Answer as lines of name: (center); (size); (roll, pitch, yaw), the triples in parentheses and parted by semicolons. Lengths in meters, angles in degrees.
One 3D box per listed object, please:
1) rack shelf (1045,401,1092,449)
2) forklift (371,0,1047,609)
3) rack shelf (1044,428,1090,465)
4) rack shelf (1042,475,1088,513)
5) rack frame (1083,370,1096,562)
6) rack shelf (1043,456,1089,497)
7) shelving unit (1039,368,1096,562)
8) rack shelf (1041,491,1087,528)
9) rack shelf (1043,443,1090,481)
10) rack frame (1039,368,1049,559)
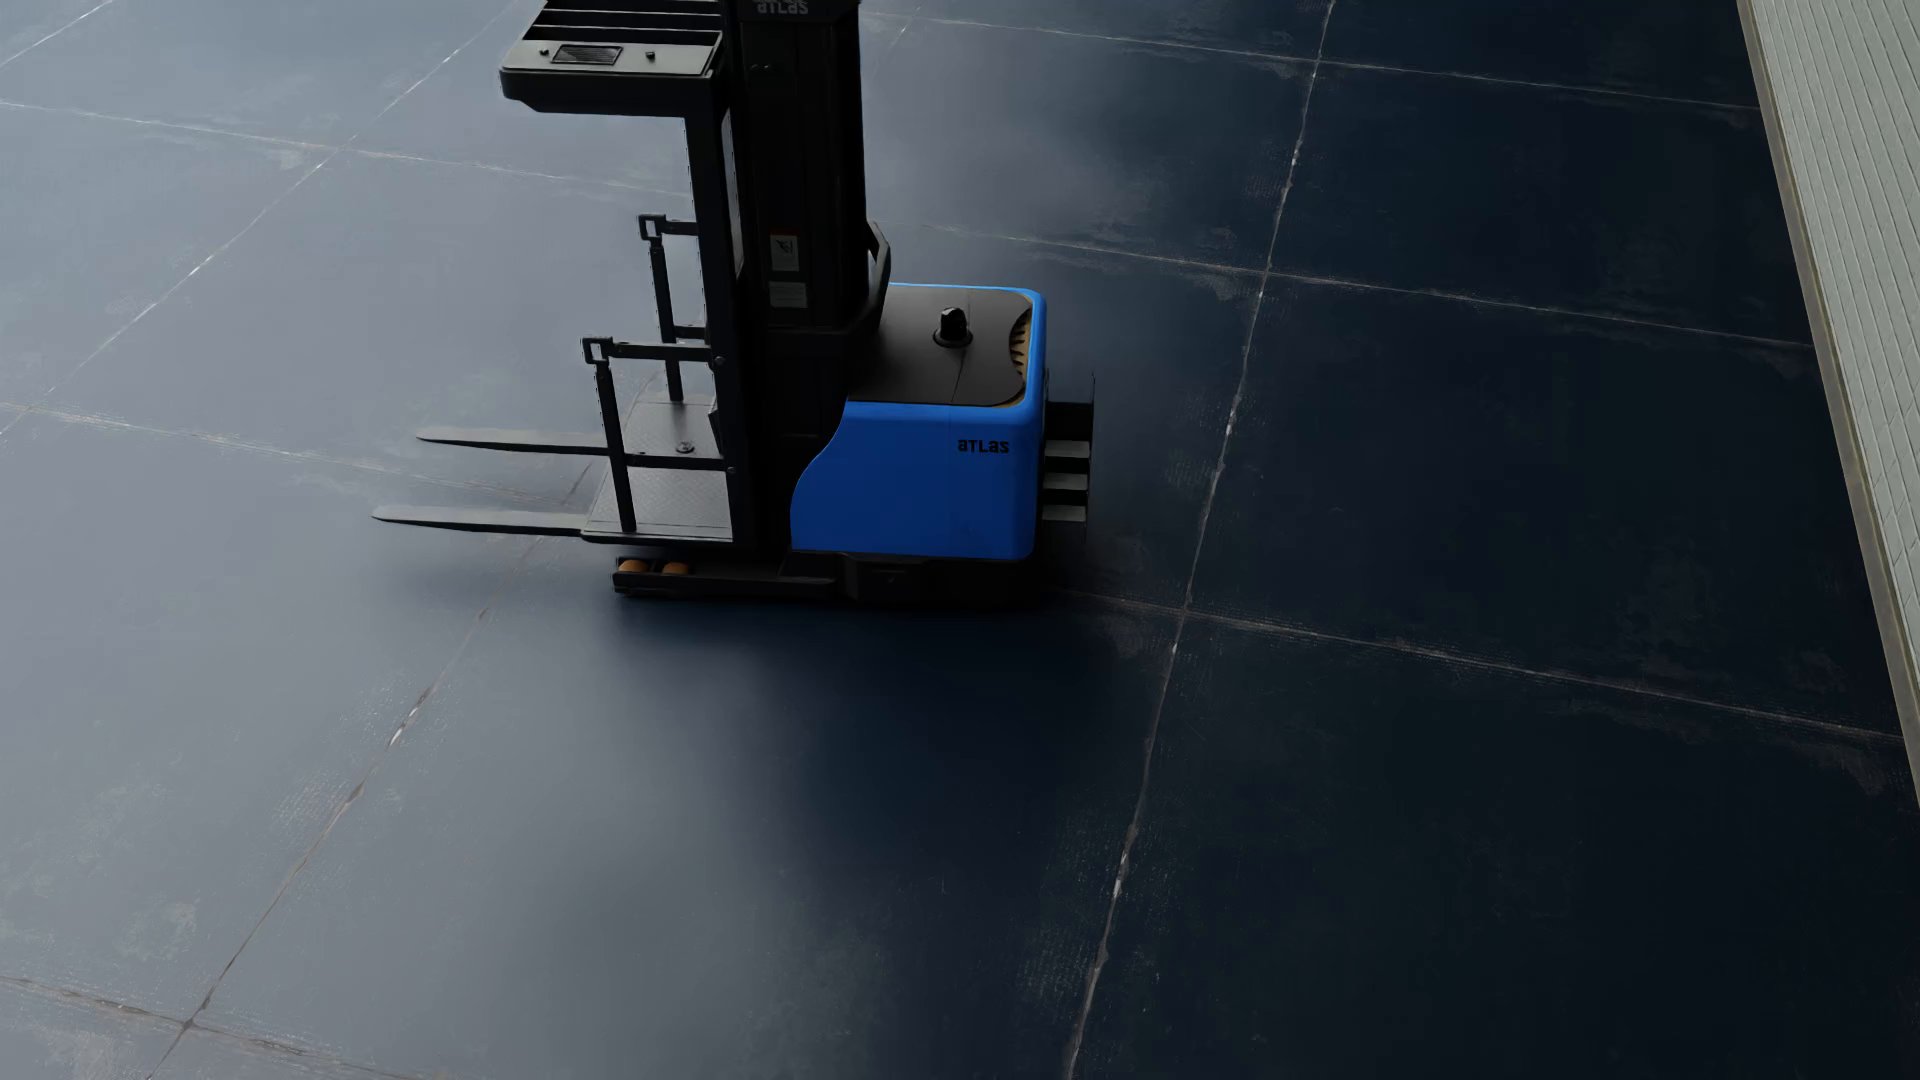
rack shelf: (0.478, -0.509, 7.313); (0.200, 0.077, 0.258); (3, 40, 3)
forklift: (-1.142, -1.195, 6.919); (3.031, 2.935, 1.130); (3, 40, 3)
rack shelf: (0.478, -0.440, 7.371); (0.200, 0.077, 0.258); (3, 40, 3)
rack shelf: (0.478, -0.233, 7.544); (0.200, 0.077, 0.258); (3, 40, 3)
rack frame: (0.579, -0.322, 7.459); (0.006, 0.900, 0.240); (3, 40, 3)
rack shelf: (0.478, -0.302, 7.486); (0.200, 0.077, 0.258); (3, 40, 3)
shelving unit: (0.478, -0.328, 7.465); (0.210, 0.900, 0.258); (3, 40, 3)
rack shelf: (0.478, -0.164, 7.602); (0.200, 0.077, 0.258); (3, 40, 3)
rack shelf: (0.478, -0.371, 7.428); (0.200, 0.077, 0.258); (3, 40, 3)
rack frame: (0.377, -0.333, 7.471); (0.006, 0.900, 0.240); (3, 40, 3)
